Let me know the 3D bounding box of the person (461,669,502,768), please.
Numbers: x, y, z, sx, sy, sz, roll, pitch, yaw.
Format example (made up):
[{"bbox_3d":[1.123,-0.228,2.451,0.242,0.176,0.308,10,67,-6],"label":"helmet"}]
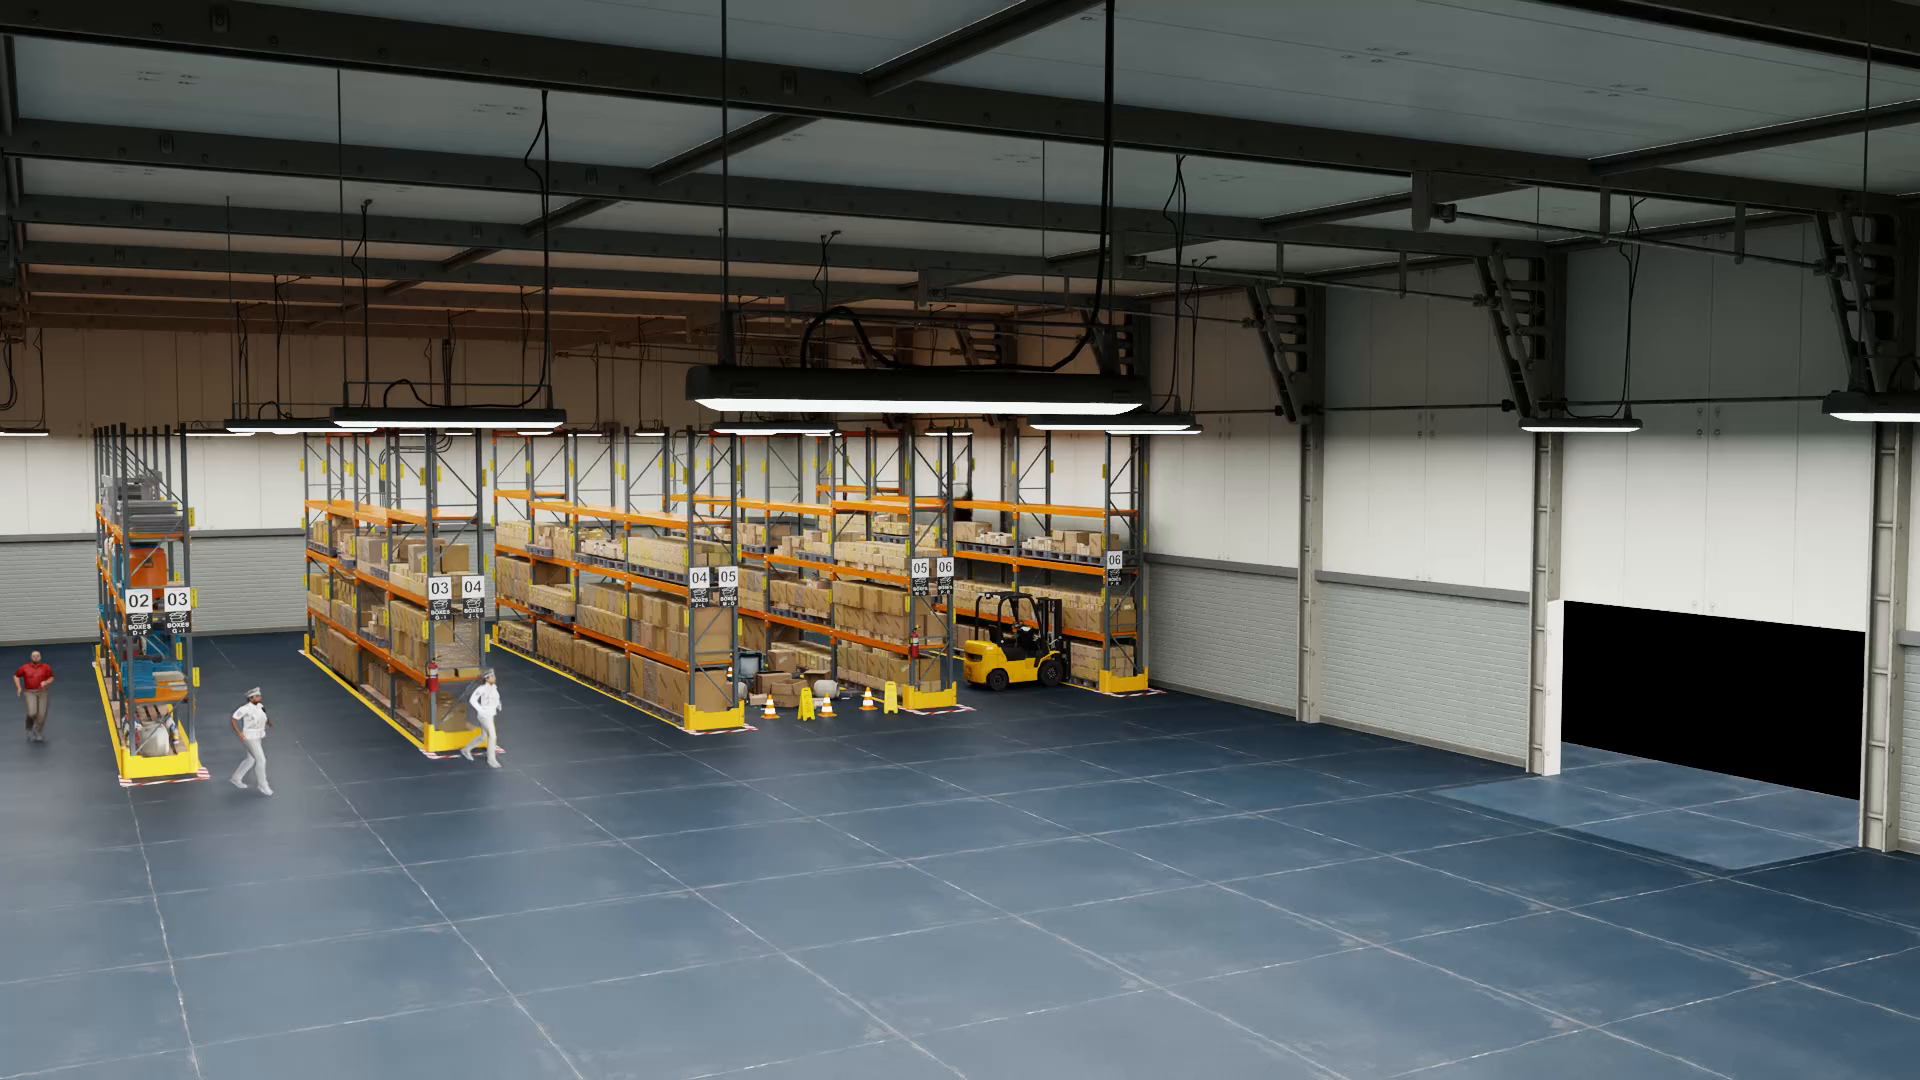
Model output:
[{"bbox_3d":[-8.365,3.111,29.231,0.786,1.729,0.617,1,4,12],"label":"person"}]

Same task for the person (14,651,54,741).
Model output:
[{"bbox_3d":[-17.524,2.957,31.546,0.642,1.706,0.658,-3,4,-40],"label":"person"}]

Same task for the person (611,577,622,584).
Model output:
[{"bbox_3d":[-10.258,1.822,49.944,0.786,1.833,0.648,-1,4,-19],"label":"person"}]

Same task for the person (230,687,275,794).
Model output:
[{"bbox_3d":[-11.477,3.249,26.971,0.793,1.737,0.569,0,3,7],"label":"person"}]
